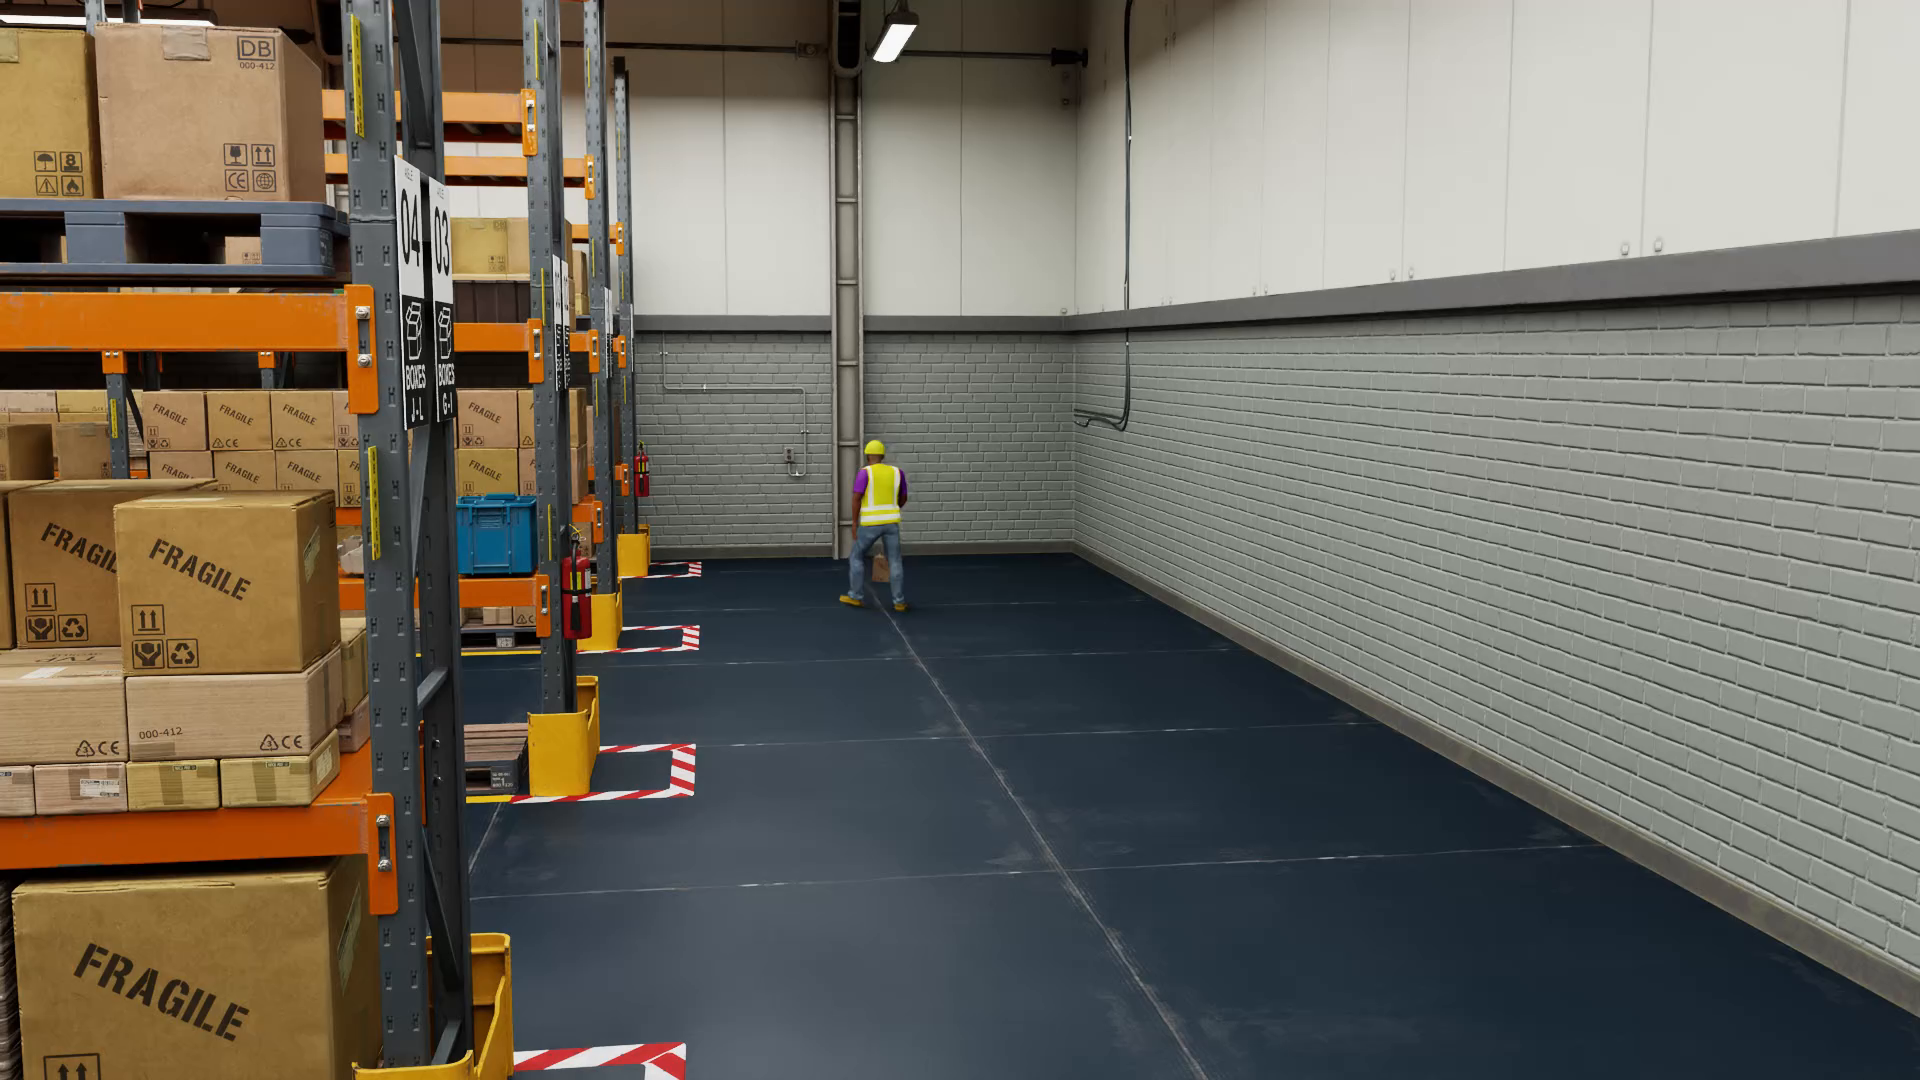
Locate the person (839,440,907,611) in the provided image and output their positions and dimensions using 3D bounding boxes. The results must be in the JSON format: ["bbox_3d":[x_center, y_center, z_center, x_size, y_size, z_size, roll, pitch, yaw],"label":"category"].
[{"bbox_3d":[-0.838,-0.162,17.159,0.670,1.724,0.735,-3,7,-24],"label":"person"}]
